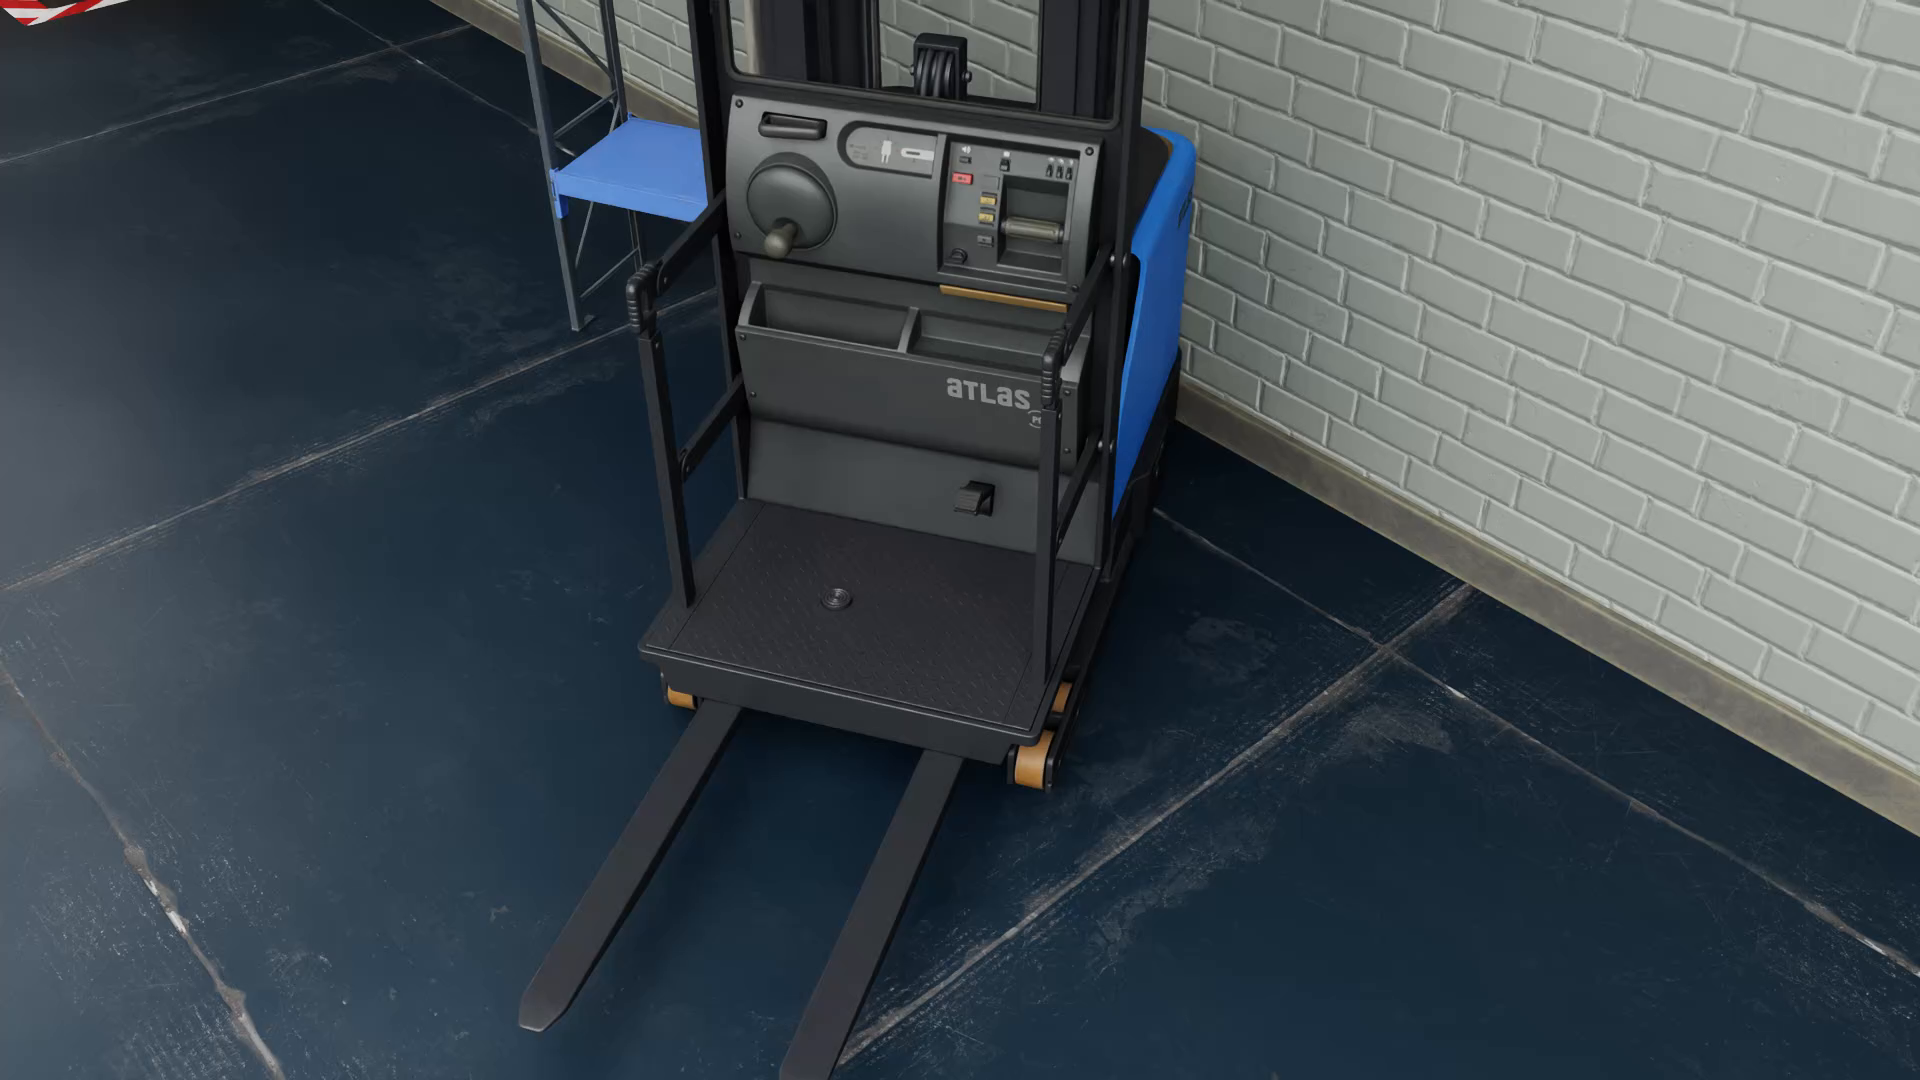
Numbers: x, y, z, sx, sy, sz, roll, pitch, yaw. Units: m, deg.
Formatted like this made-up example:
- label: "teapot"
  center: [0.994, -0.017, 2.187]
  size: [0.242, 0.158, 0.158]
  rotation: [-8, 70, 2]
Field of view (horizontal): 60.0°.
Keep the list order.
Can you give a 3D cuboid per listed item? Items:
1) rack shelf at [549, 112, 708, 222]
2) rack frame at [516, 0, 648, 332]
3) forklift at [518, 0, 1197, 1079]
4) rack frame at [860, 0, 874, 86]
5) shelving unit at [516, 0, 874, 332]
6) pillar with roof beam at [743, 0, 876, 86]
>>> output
- label: "rack shelf"
  center: [-0.872, -1.244, 5.883]
  size: [1.000, 0.185, 0.538]
  rotation: [15, 41, 18]
- label: "rack frame"
  center: [-1.340, -1.508, 5.924]
  size: [0.032, 1.500, 0.500]
  rotation: [15, 41, 18]
- label: "forklift"
  center: [-0.188, -0.762, 3.861]
  size: [1.130, 2.935, 3.031]
  rotation: [11, 40, 13]
- label: "rack frame"
  center: [-0.403, -1.260, 5.617]
  size: [0.032, 1.500, 0.500]
  rotation: [15, 41, 18]
- label: "shelving unit"
  center: [-0.872, -1.384, 5.770]
  size: [1.048, 1.500, 0.538]
  rotation: [15, 41, 18]
- label: "pillar with roof beam"
  center: [-3.731, -2.876, 1.649]
  size: [9.100, 9.000, 0.400]
  rotation: [-30, 48, -32]
